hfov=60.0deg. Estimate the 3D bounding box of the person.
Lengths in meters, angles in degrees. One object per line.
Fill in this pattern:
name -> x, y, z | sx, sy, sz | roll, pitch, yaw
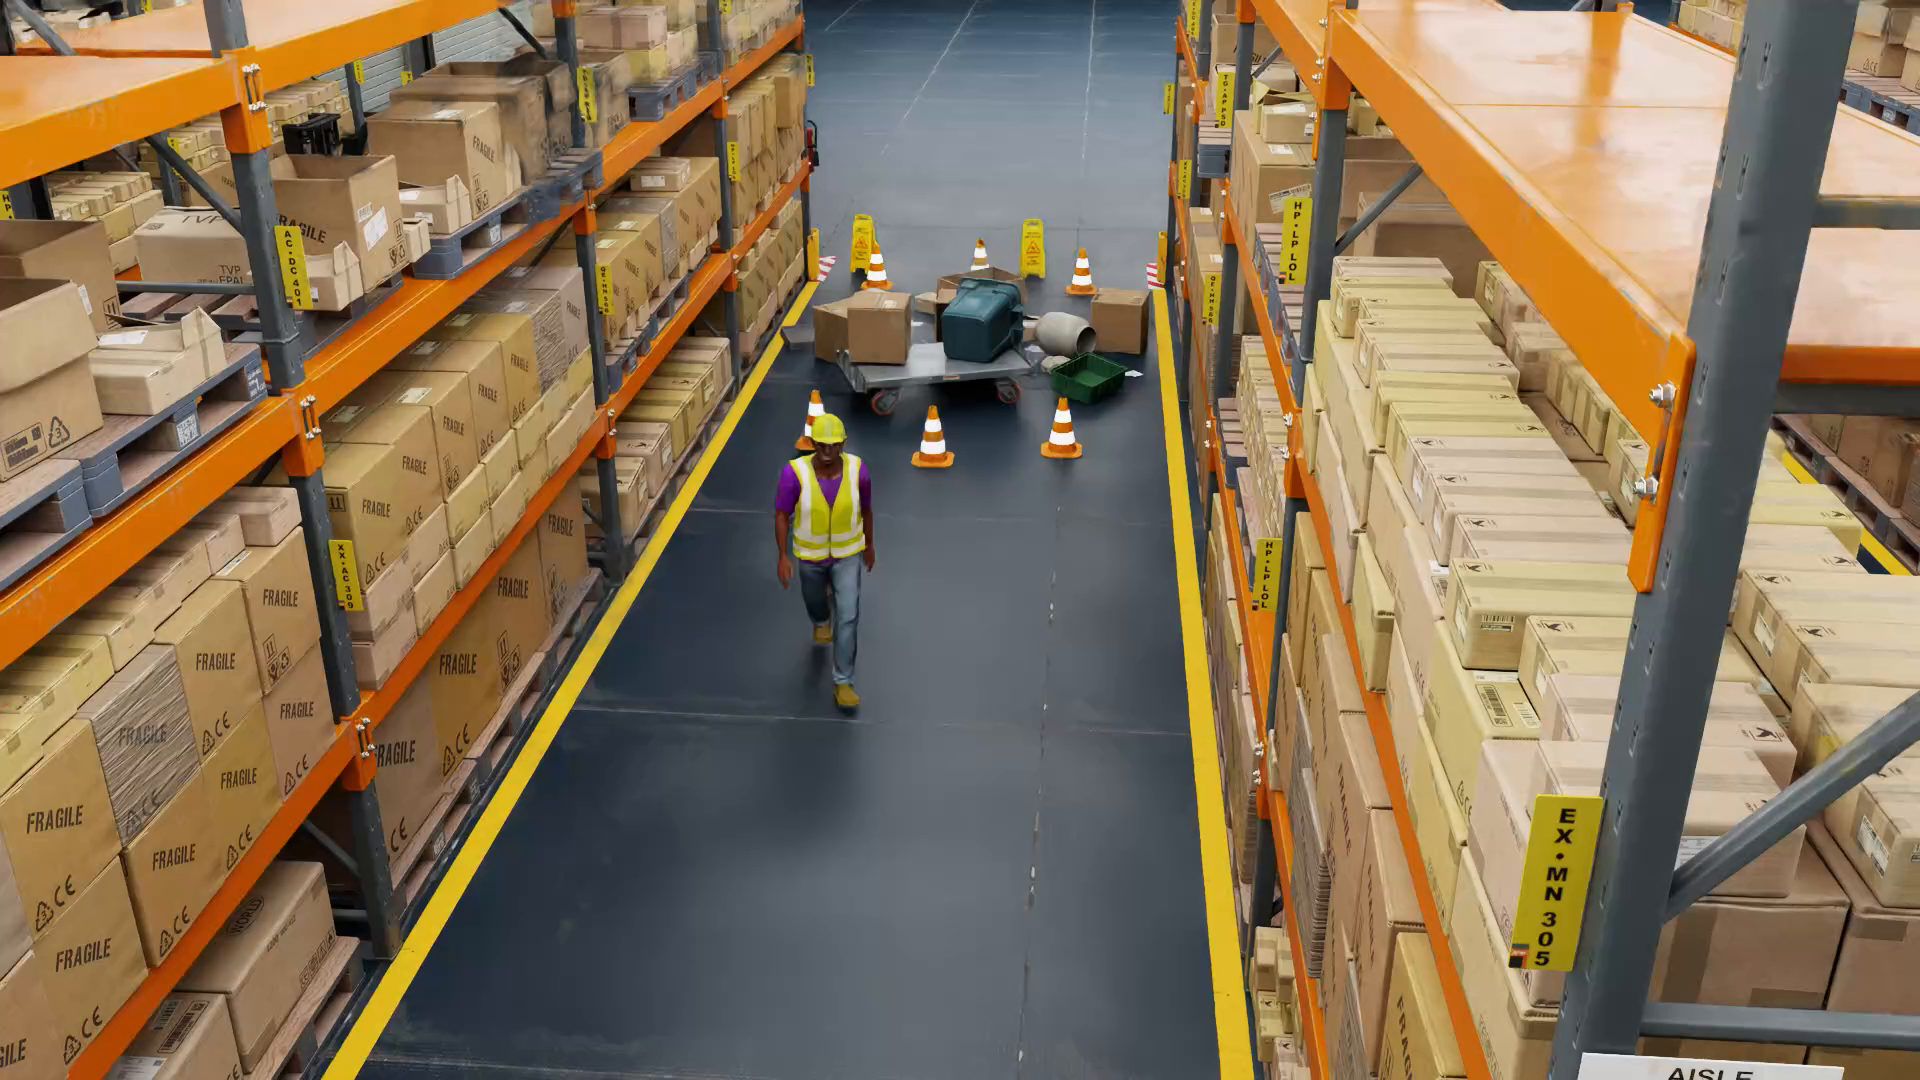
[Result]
person -> -0.797, 0.048, 9.893 | 0.594, 1.729, 1.025 | -3, 25, -6
